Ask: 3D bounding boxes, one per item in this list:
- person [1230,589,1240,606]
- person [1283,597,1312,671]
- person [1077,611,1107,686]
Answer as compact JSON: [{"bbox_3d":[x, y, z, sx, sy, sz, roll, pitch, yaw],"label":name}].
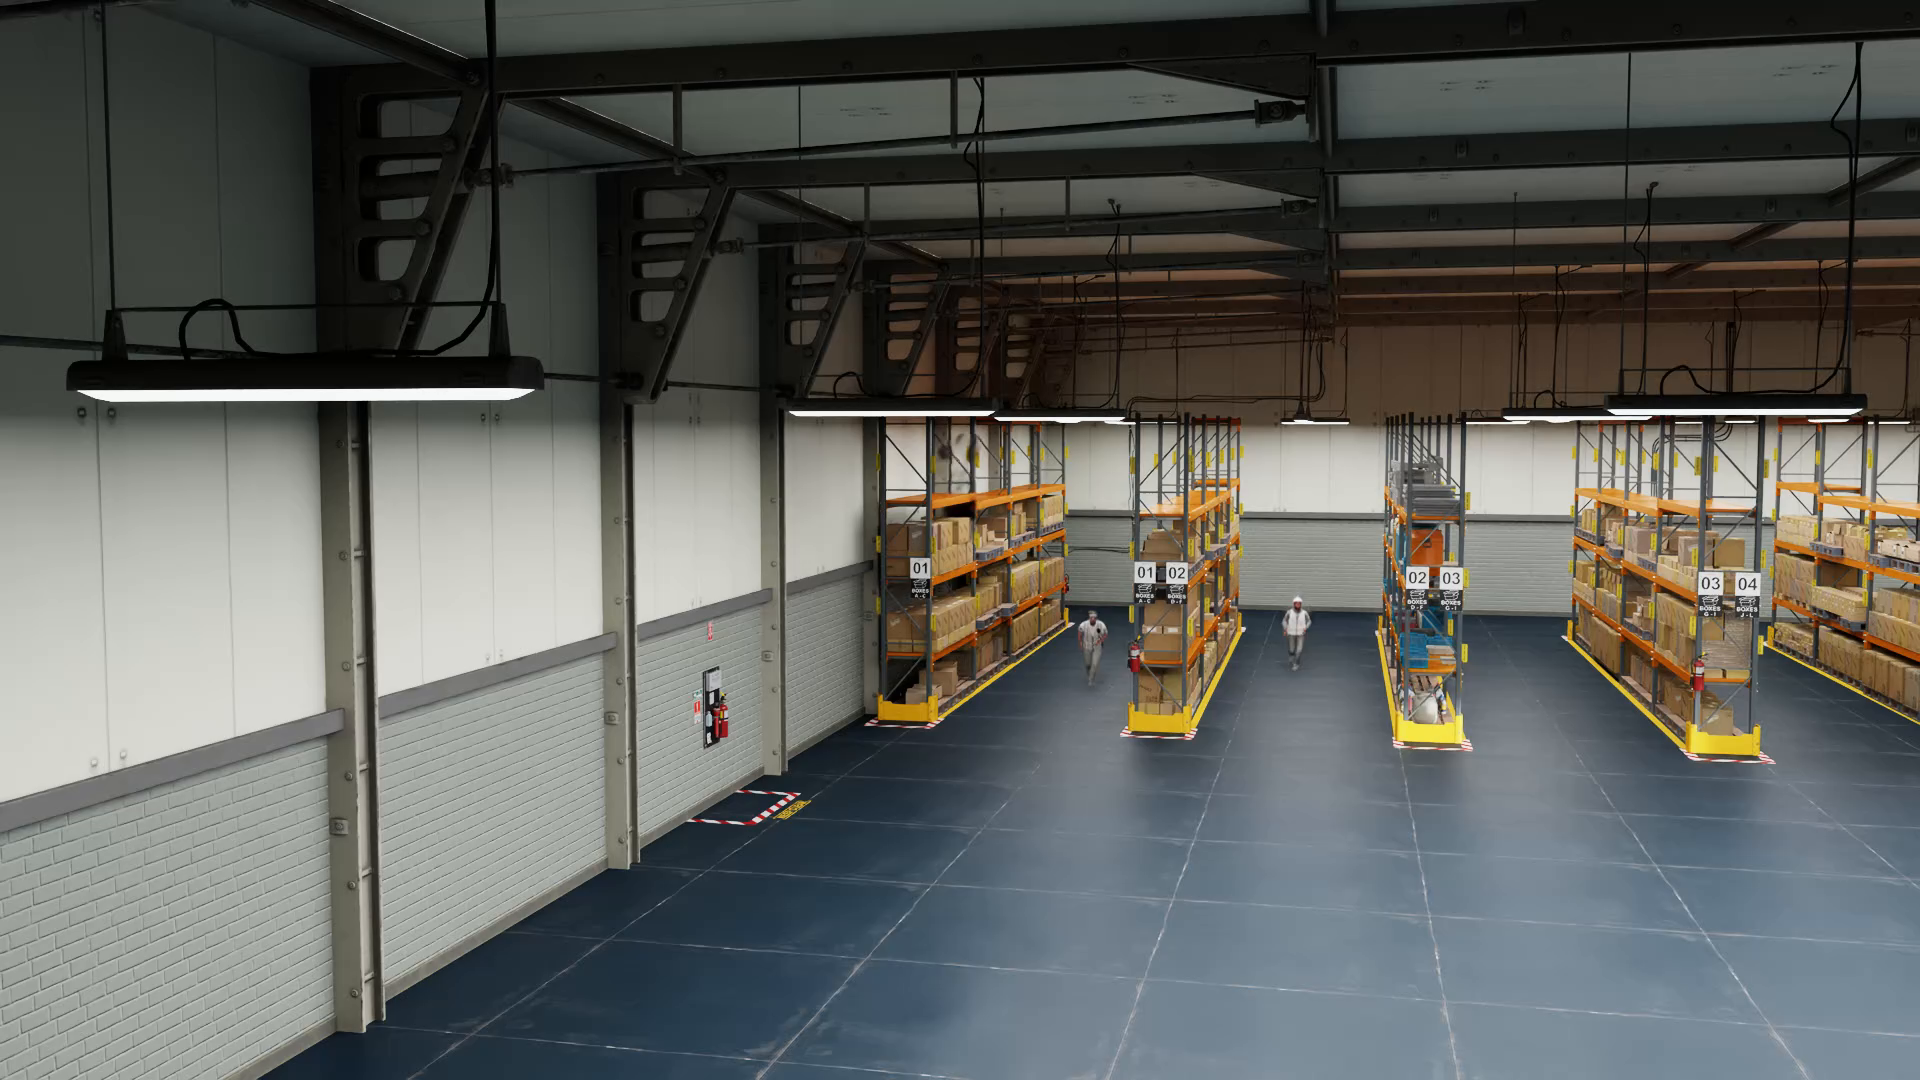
[{"bbox_3d":[7.723,1.676,48.027,0.682,1.655,0.607,2,4,24],"label":"person"},{"bbox_3d":[7.959,2.215,39.286,0.672,1.728,0.589,1,4,11],"label":"person"},{"bbox_3d":[2.934,2.399,36.903,0.647,1.704,0.761,0,4,1],"label":"person"}]
